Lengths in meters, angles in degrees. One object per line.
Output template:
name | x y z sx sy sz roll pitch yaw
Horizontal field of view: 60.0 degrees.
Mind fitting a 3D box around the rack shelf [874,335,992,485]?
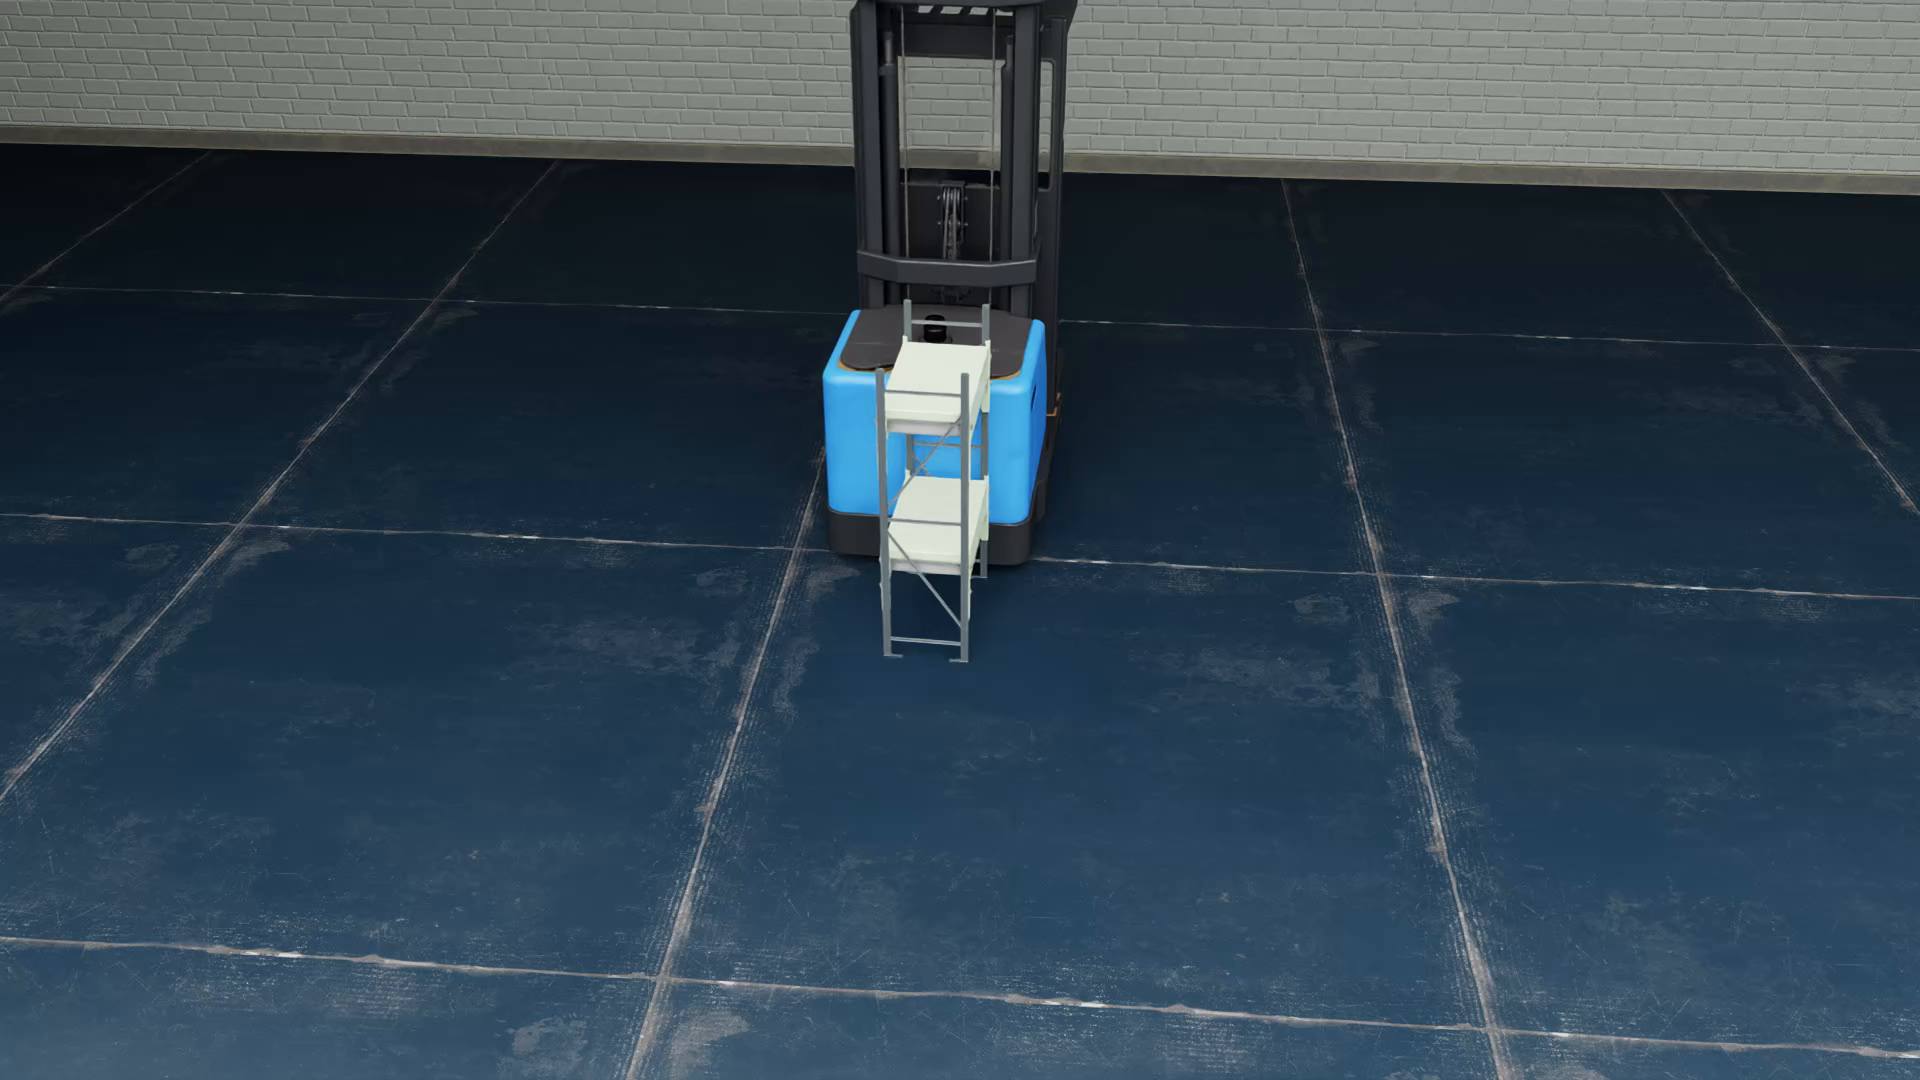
rack shelf | -0.111 -0.599 7.549 0.431 0.370 0.720 4 32 7

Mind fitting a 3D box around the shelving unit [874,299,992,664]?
shelving unit | -0.111 -0.267 7.753 0.431 1.500 0.755 4 32 7

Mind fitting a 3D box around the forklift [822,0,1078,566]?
forklift | 0.027 -1.874 8.997 1.130 2.935 3.031 4 32 7

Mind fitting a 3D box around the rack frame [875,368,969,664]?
rack frame | -0.161 -0.076 7.445 0.400 1.500 0.023 4 32 7

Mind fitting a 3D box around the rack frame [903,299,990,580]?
rack frame | -0.062 -0.457 8.062 0.400 1.500 0.023 4 32 7

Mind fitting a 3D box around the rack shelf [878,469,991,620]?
rack shelf | -0.111 0.011 7.924 0.431 0.370 0.720 4 32 7
